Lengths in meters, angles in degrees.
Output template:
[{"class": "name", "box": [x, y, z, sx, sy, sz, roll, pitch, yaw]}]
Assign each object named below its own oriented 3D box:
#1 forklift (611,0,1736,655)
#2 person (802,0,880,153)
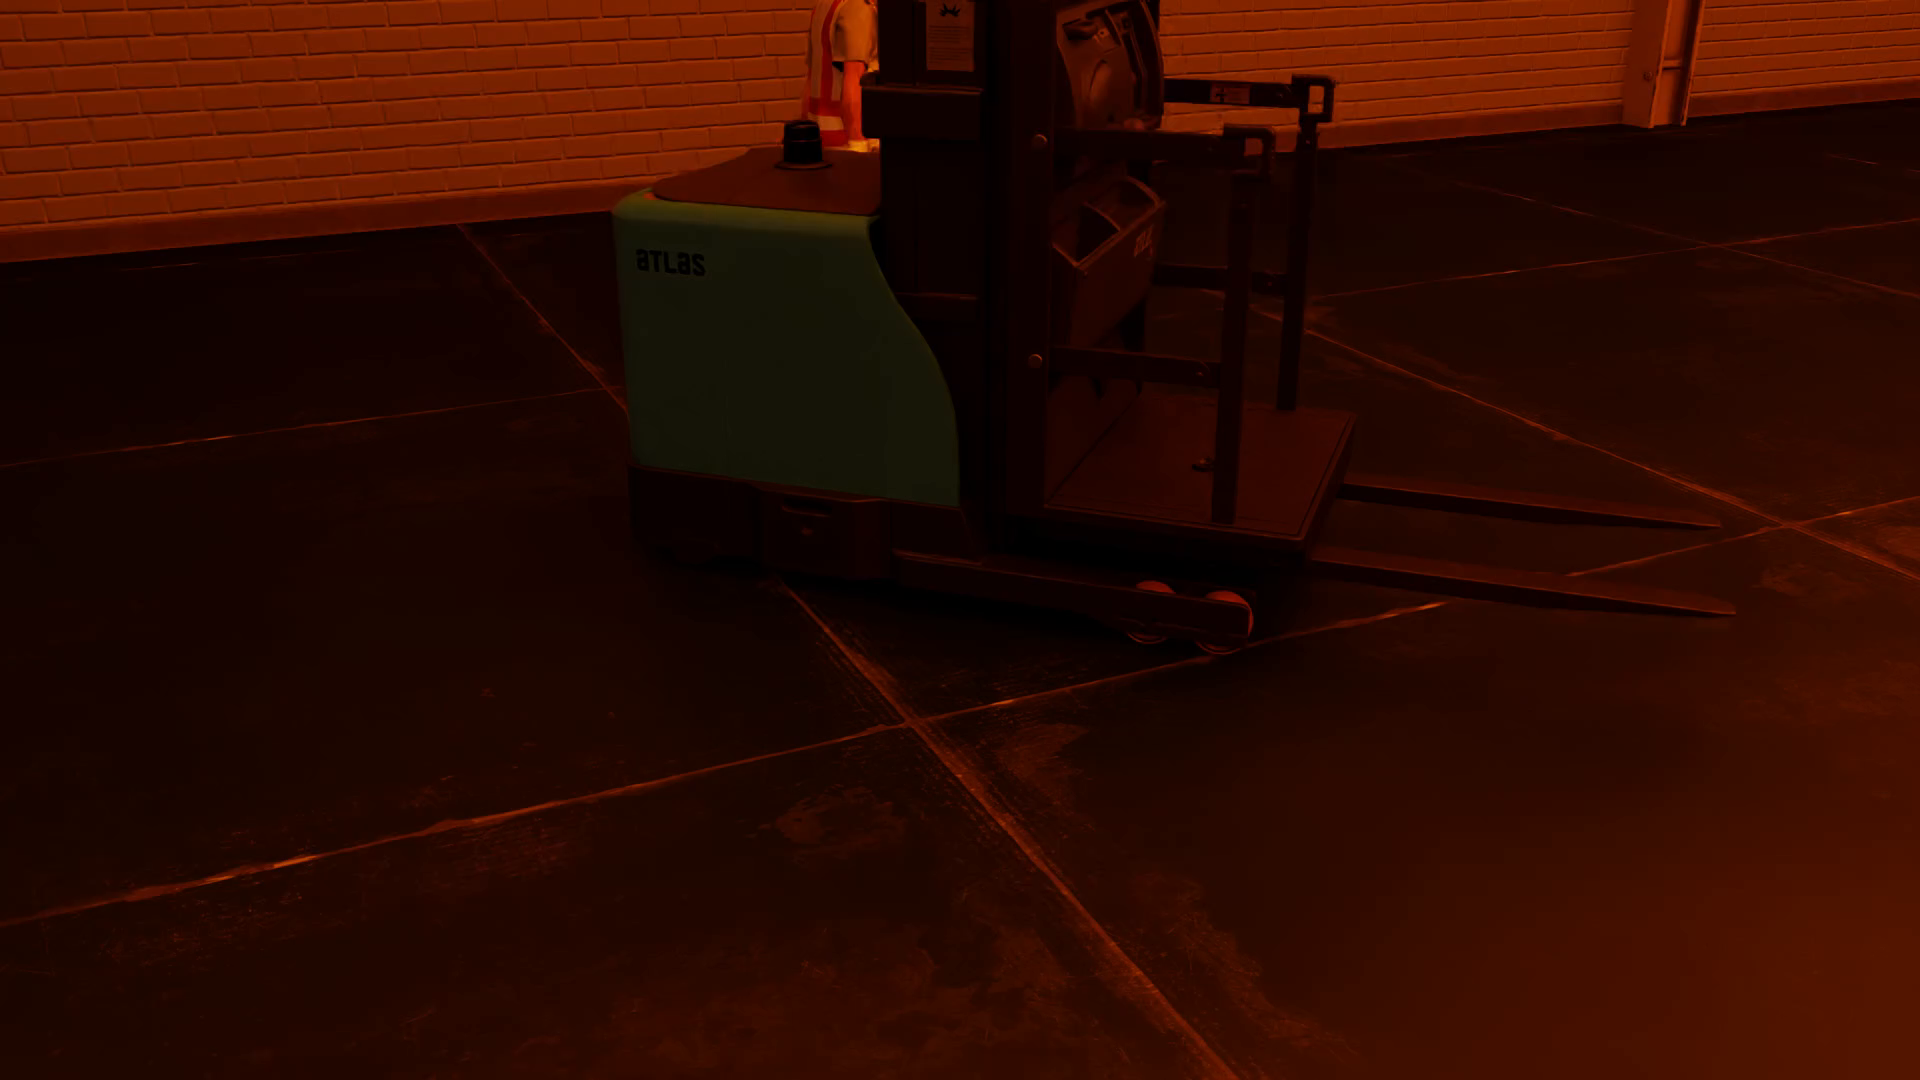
[{"class": "forklift", "box": [0.593, -1.280, 4.367, 3.031, 2.935, 1.130, 8, 24, 18]}, {"class": "person", "box": [-0.430, -1.528, 6.567, 0.464, 1.749, 0.868, -6, 23, -14]}]
